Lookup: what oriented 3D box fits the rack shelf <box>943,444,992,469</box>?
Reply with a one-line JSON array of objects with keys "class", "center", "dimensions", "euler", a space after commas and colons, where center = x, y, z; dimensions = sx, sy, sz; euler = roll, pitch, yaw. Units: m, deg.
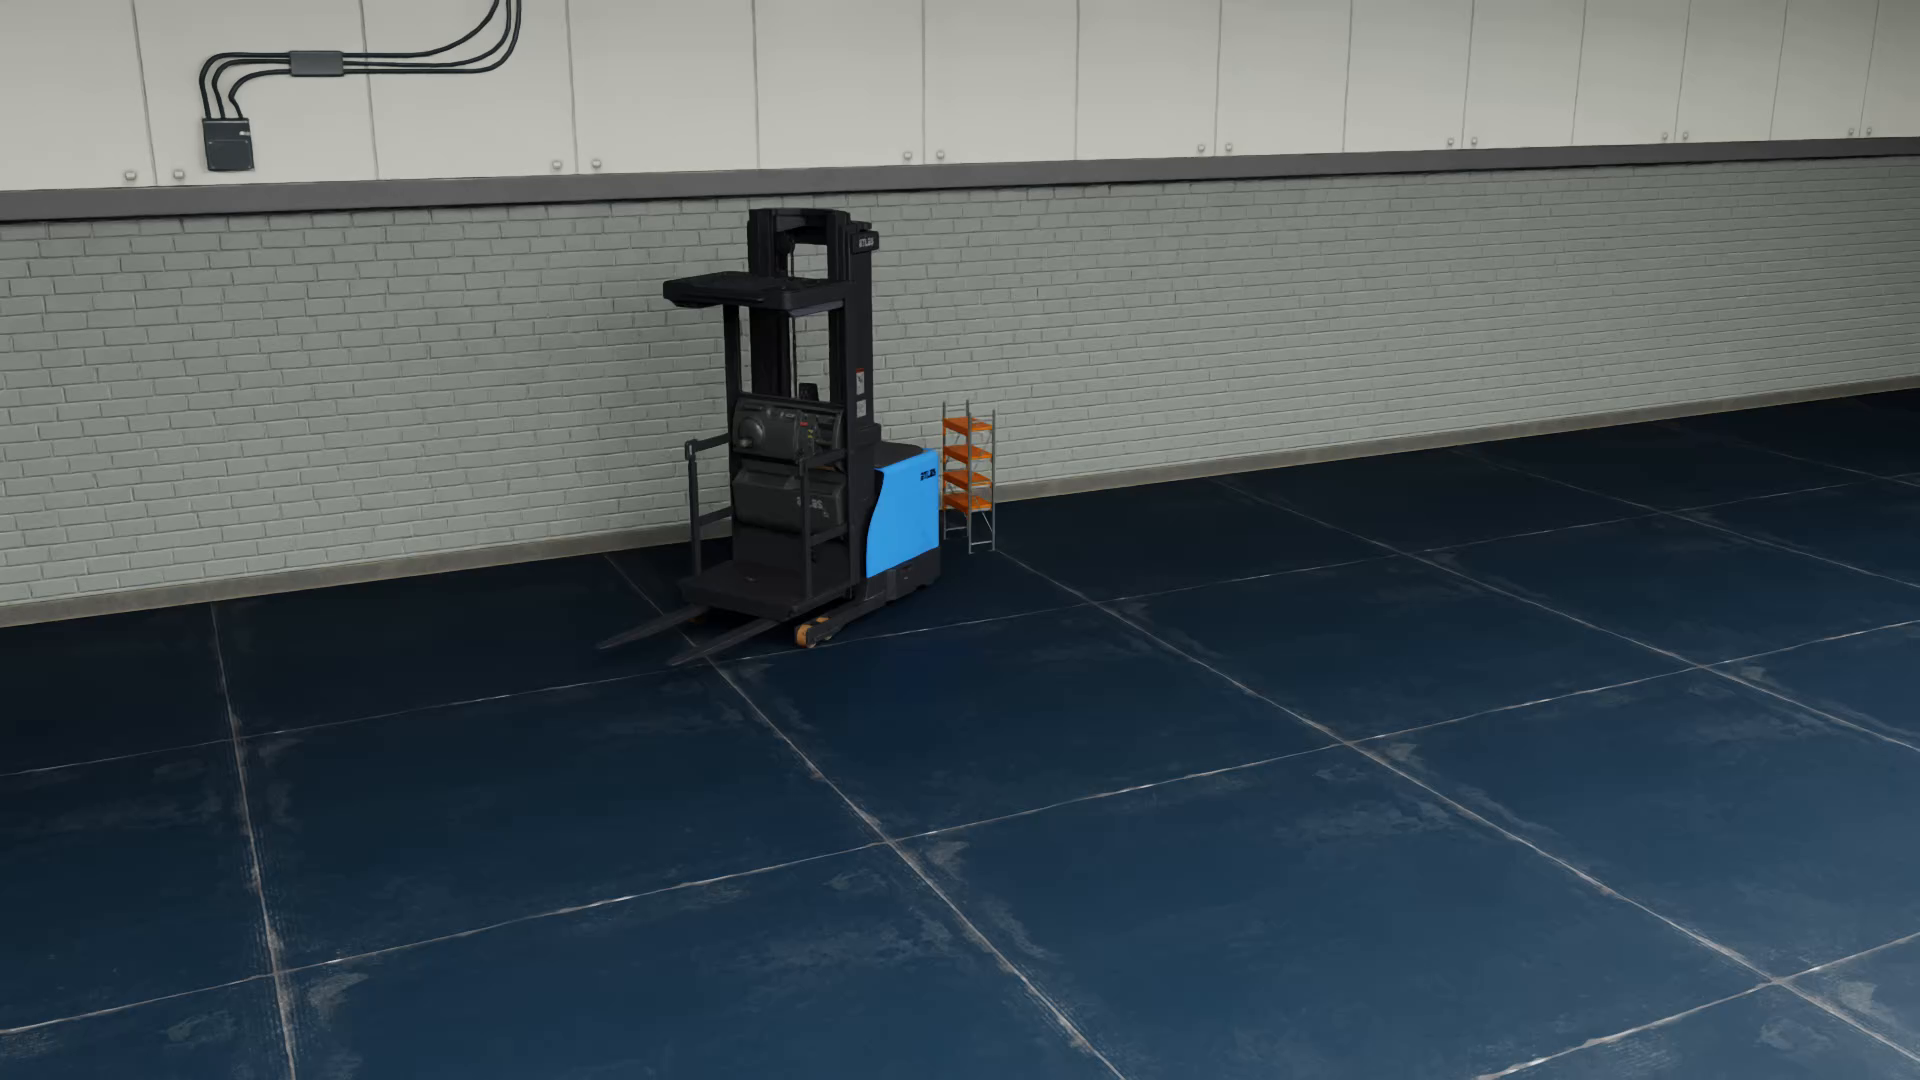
[{"class": "rack shelf", "center": [0.073, -0.686, 13.899], "dimensions": [0.258, 0.148, 0.480], "euler": [-8, 18, -25]}]

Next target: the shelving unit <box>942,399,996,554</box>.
[{"class": "shelving unit", "center": [0.073, -0.536, 13.942], "dimensions": [0.258, 1.200, 0.503], "euler": [-8, 18, -25]}]

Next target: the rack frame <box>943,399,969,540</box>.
[{"class": "rack frame", "center": [-0.034, -0.596, 14.153], "dimensions": [0.240, 1.200, 0.015], "euler": [-8, 18, -25]}]

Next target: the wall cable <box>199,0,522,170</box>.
[{"class": "wall cable", "center": [-4.322, -5.664, 11.510], "dimensions": [2.305, 6.003, 0.169], "euler": [-8, 18, -25]}]

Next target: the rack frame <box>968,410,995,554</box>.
[{"class": "rack frame", "center": [0.179, -0.475, 13.731], "dimensions": [0.240, 1.200, 0.015], "euler": [-8, 18, -25]}]

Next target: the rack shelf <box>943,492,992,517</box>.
[{"class": "rack shelf", "center": [0.073, -0.280, 14.015], "dimensions": [0.258, 0.148, 0.480], "euler": [-8, 18, -25]}]

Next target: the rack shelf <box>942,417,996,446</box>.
[{"class": "rack shelf", "center": [0.073, -0.913, 13.834], "dimensions": [0.258, 0.148, 0.480], "euler": [-8, 18, -25]}]

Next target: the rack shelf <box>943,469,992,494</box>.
[{"class": "rack shelf", "center": [0.073, -0.471, 13.961], "dimensions": [0.258, 0.148, 0.480], "euler": [-8, 18, -25]}]

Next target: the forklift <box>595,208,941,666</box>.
[{"class": "forklift", "center": [-1.344, -0.797, 11.716], "dimensions": [1.130, 2.935, 3.031], "euler": [9, 19, 30]}]
